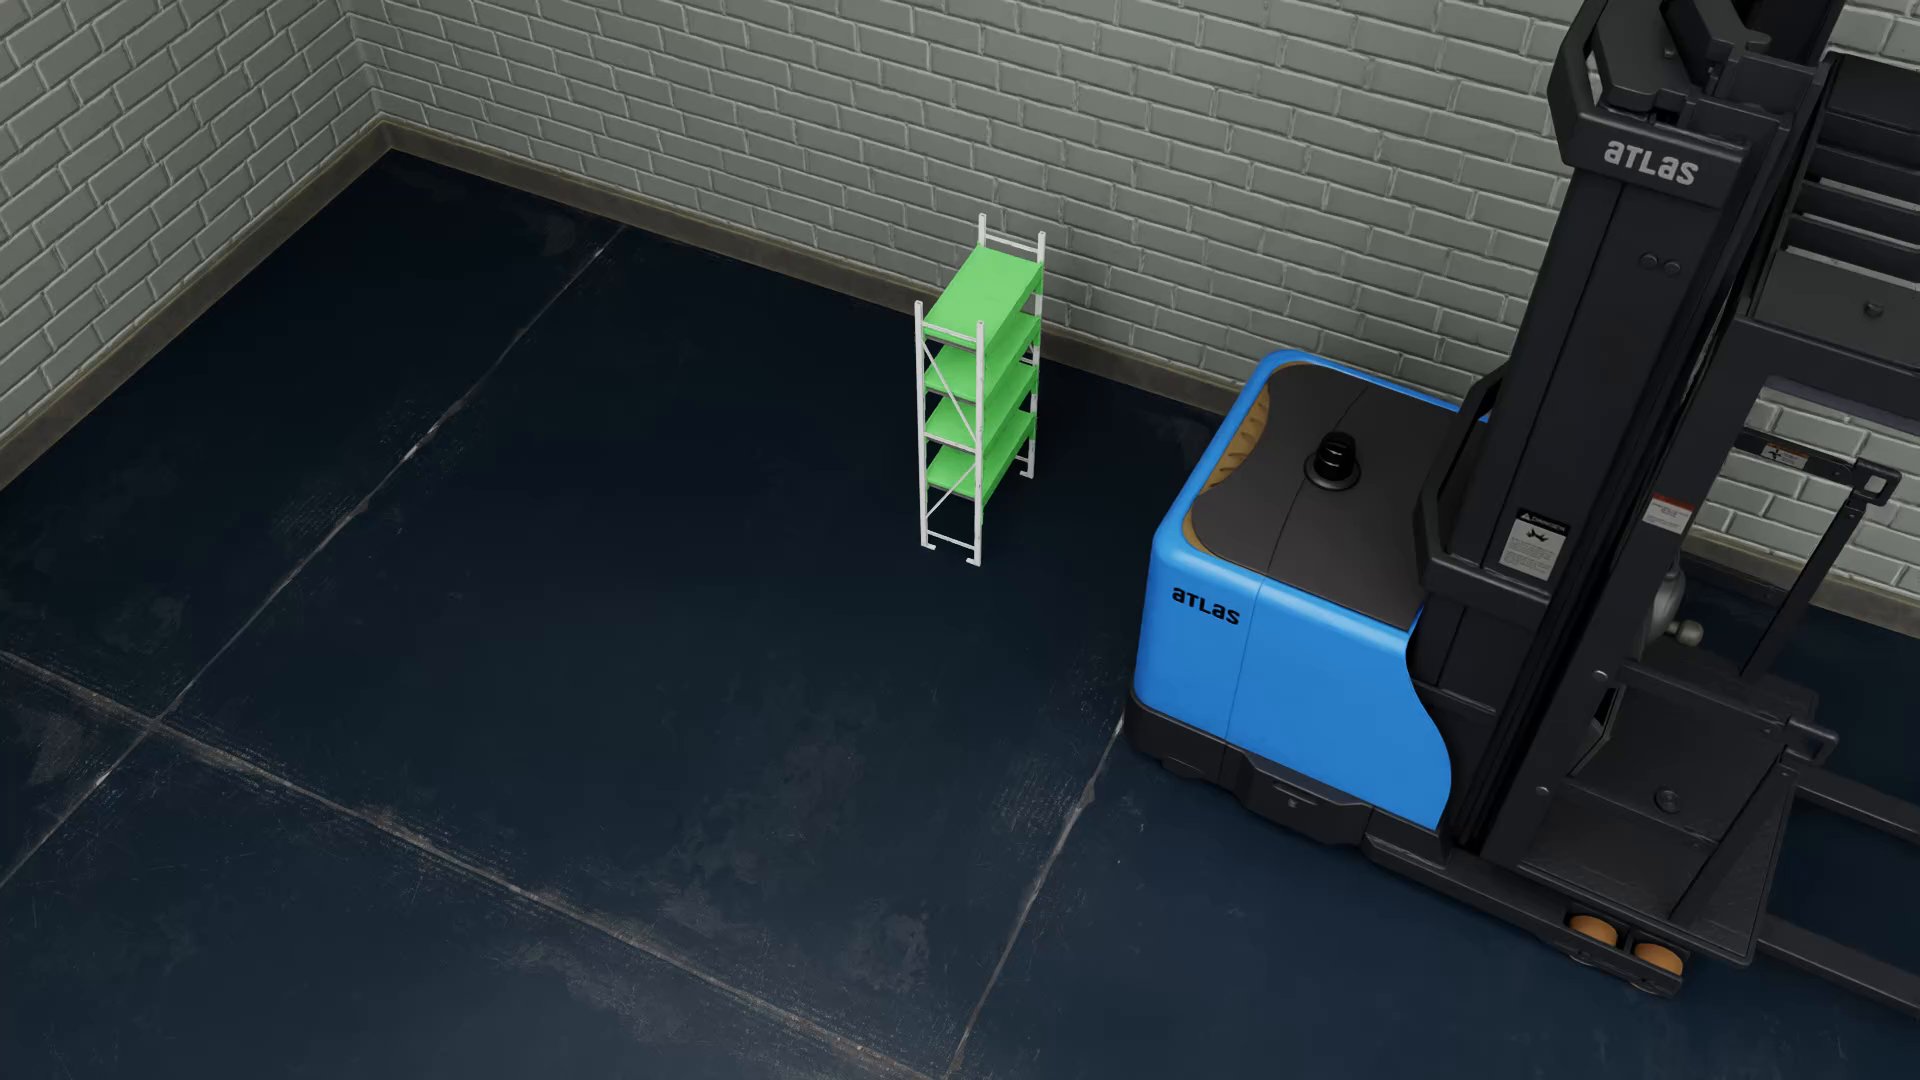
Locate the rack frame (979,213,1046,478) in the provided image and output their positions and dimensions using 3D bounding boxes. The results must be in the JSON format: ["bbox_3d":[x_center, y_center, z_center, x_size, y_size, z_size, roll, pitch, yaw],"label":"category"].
[{"bbox_3d":[0.175,-0.671,6.033,0.240,1.200,0.015,20,52,16],"label":"rack frame"}]

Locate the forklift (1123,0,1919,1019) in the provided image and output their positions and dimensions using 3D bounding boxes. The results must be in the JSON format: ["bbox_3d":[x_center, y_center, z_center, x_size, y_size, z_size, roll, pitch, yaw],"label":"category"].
[{"bbox_3d":[2.095,-0.036,4.356,3.031,2.935,1.130,22,53,18],"label":"forklift"}]

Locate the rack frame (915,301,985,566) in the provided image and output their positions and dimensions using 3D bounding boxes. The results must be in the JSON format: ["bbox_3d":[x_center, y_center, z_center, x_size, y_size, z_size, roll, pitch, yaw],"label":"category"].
[{"bbox_3d":[-0.034,-0.335,5.747,0.240,1.200,0.015,20,52,16],"label":"rack frame"}]

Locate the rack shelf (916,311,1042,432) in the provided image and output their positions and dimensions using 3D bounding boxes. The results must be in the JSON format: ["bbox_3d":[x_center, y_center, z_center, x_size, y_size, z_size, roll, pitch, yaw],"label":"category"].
[{"bbox_3d":[0.071,-0.617,5.756,0.258,0.148,0.480,20,52,16],"label":"rack shelf"}]

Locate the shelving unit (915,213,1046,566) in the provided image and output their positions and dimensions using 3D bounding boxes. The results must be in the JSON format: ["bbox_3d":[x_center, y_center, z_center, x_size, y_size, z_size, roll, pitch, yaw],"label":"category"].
[{"bbox_3d":[0.071,-0.503,5.890,0.258,1.200,0.503,20,52,16],"label":"shelving unit"}]

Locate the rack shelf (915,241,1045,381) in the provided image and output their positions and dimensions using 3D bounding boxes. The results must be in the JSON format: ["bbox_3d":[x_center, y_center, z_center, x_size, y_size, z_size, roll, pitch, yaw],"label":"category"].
[{"bbox_3d":[0.071,-0.772,5.573,0.258,0.148,0.480,20,52,16],"label":"rack shelf"}]

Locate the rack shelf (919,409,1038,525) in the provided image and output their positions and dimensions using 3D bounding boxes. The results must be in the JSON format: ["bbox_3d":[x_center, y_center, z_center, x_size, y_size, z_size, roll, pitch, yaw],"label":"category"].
[{"bbox_3d":[0.071,-0.306,6.121,0.258,0.148,0.480,20,52,16],"label":"rack shelf"}]

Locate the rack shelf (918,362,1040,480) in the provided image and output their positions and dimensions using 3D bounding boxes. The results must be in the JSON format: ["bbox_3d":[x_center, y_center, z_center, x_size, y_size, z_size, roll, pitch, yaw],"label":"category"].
[{"bbox_3d":[0.071,-0.461,5.939,0.258,0.148,0.480,20,52,16],"label":"rack shelf"}]
